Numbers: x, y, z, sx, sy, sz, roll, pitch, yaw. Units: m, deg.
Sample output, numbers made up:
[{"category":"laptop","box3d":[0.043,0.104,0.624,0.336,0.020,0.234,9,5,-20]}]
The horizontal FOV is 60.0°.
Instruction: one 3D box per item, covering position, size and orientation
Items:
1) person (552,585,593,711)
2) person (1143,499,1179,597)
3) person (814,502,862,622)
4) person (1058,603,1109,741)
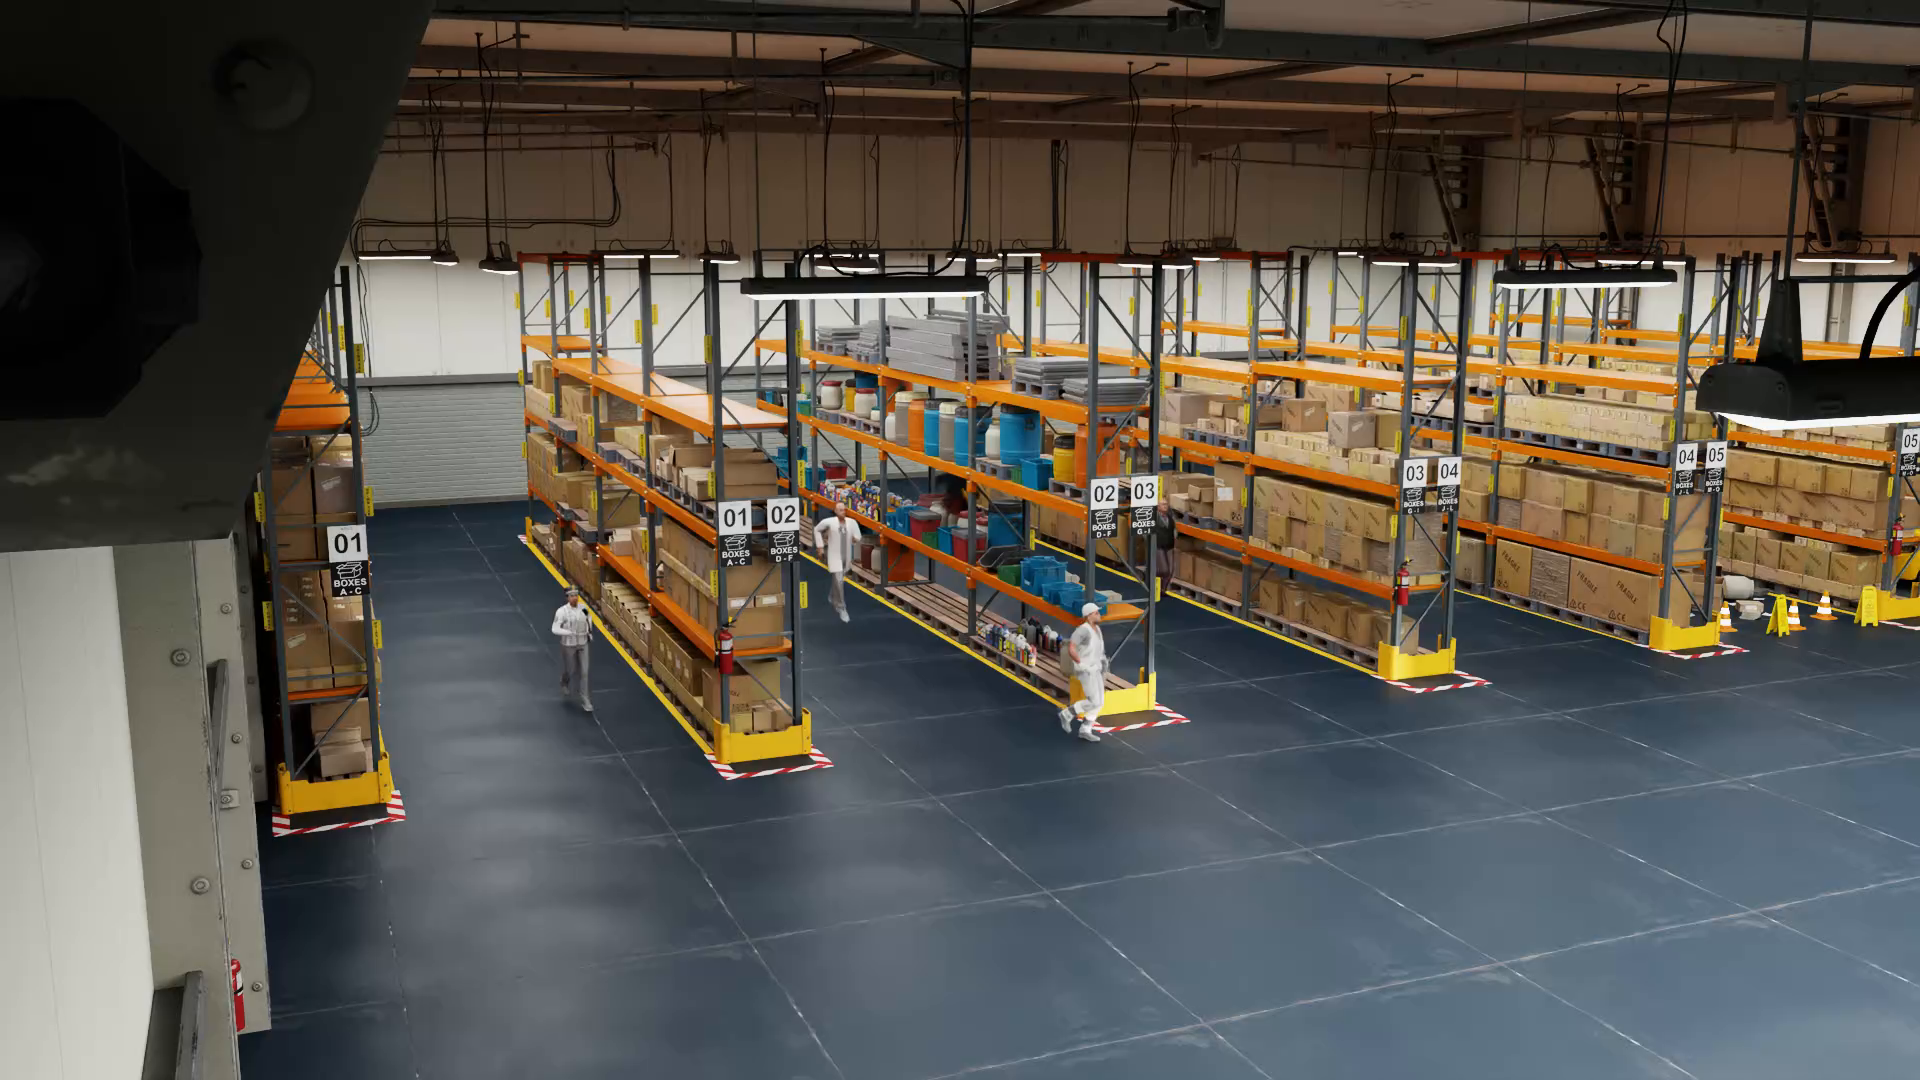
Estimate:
[{"category":"person","box3d":[-5.185,1.413,22.434,0.617,1.667,0.958,-6,12,-31]},{"category":"person","box3d":[3.406,0.143,28.016,0.672,1.678,0.573,-5,11,-25]},{"category":"person","box3d":[-1.925,0.330,26.755,0.666,1.894,0.894,-7,12,-34]},{"category":"person","box3d":[1.604,1.656,21.205,0.564,1.735,0.709,5,12,25]}]
